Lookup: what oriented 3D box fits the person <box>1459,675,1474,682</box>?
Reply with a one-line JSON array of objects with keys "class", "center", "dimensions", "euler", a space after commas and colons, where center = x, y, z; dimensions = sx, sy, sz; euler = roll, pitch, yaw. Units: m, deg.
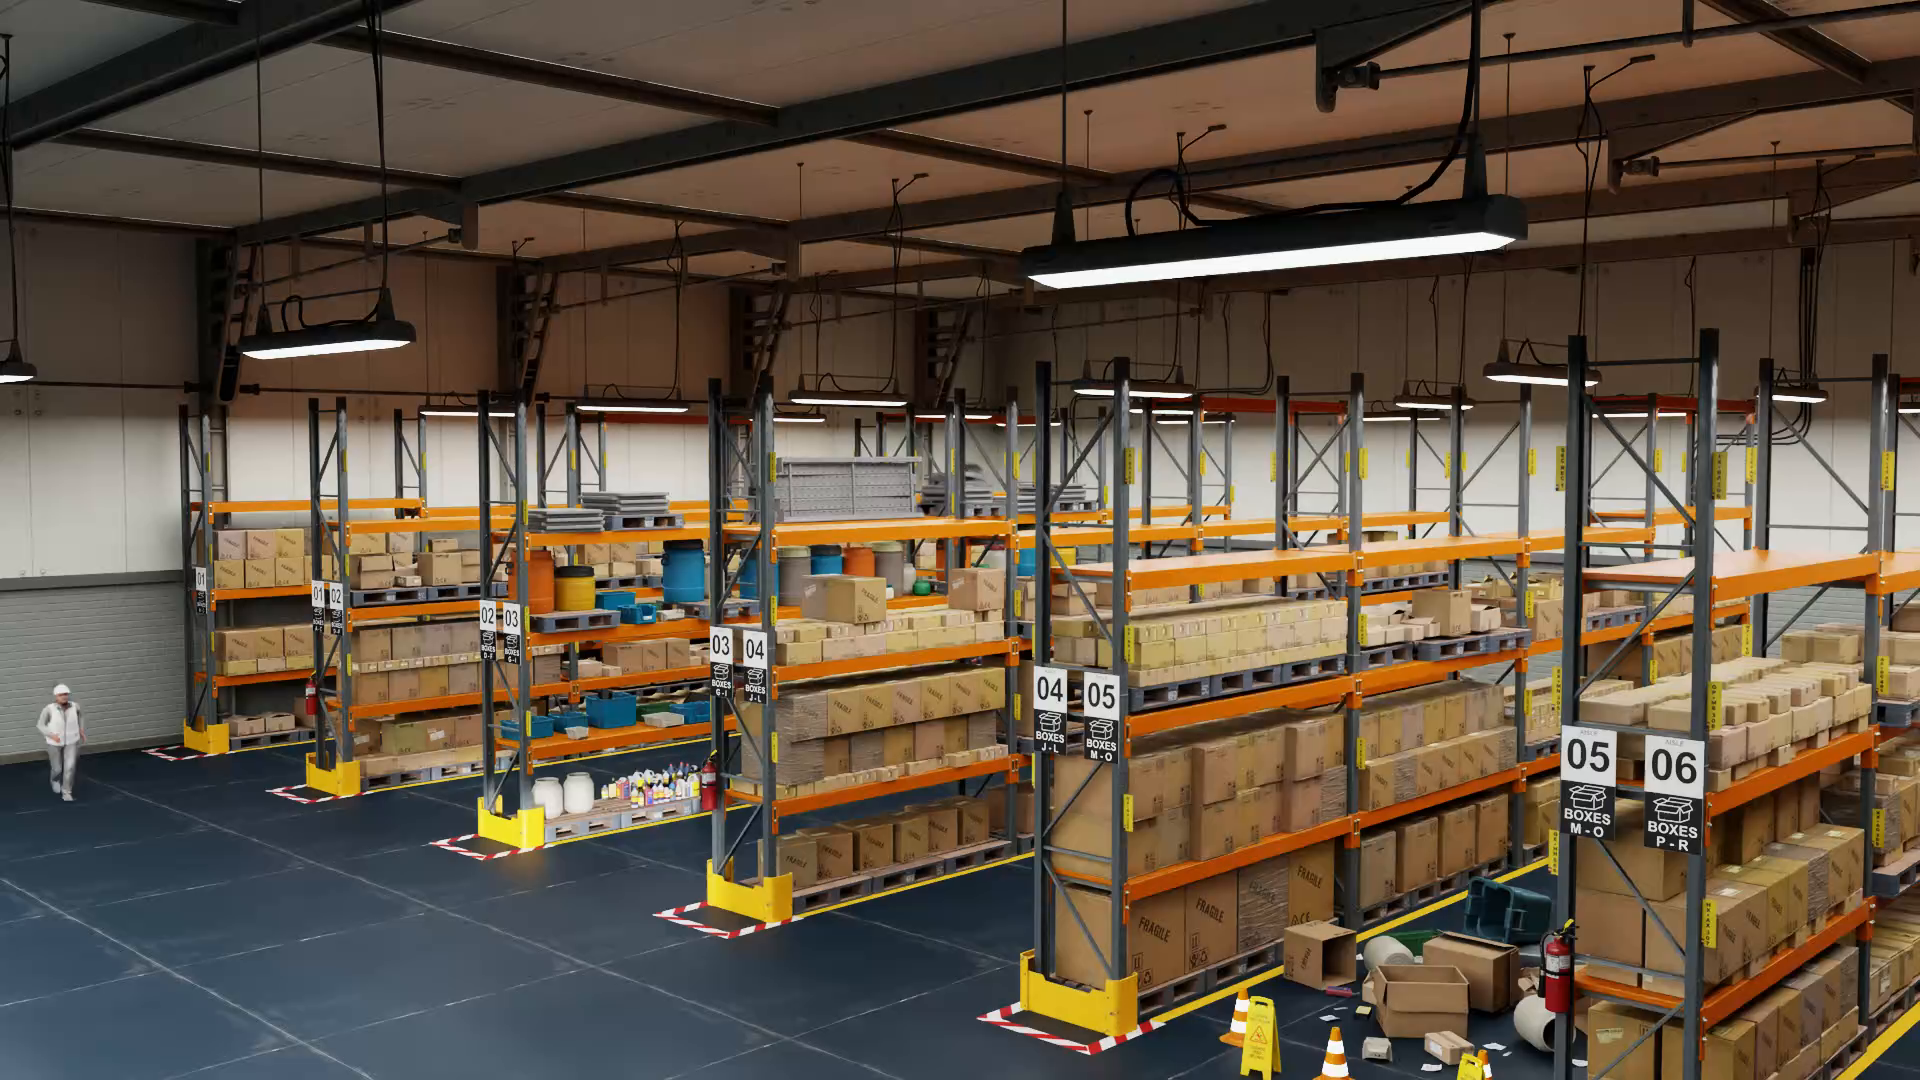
[{"class": "person", "center": [8.476, 2.958, 27.145], "dimensions": [0.964, 1.574, 0.669], "euler": [-3, 4, -40]}]

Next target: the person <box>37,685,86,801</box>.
[{"class": "person", "center": [-13.407, 2.999, 24.805], "dimensions": [0.654, 1.734, 0.824], "euler": [-2, 4, -36]}]
